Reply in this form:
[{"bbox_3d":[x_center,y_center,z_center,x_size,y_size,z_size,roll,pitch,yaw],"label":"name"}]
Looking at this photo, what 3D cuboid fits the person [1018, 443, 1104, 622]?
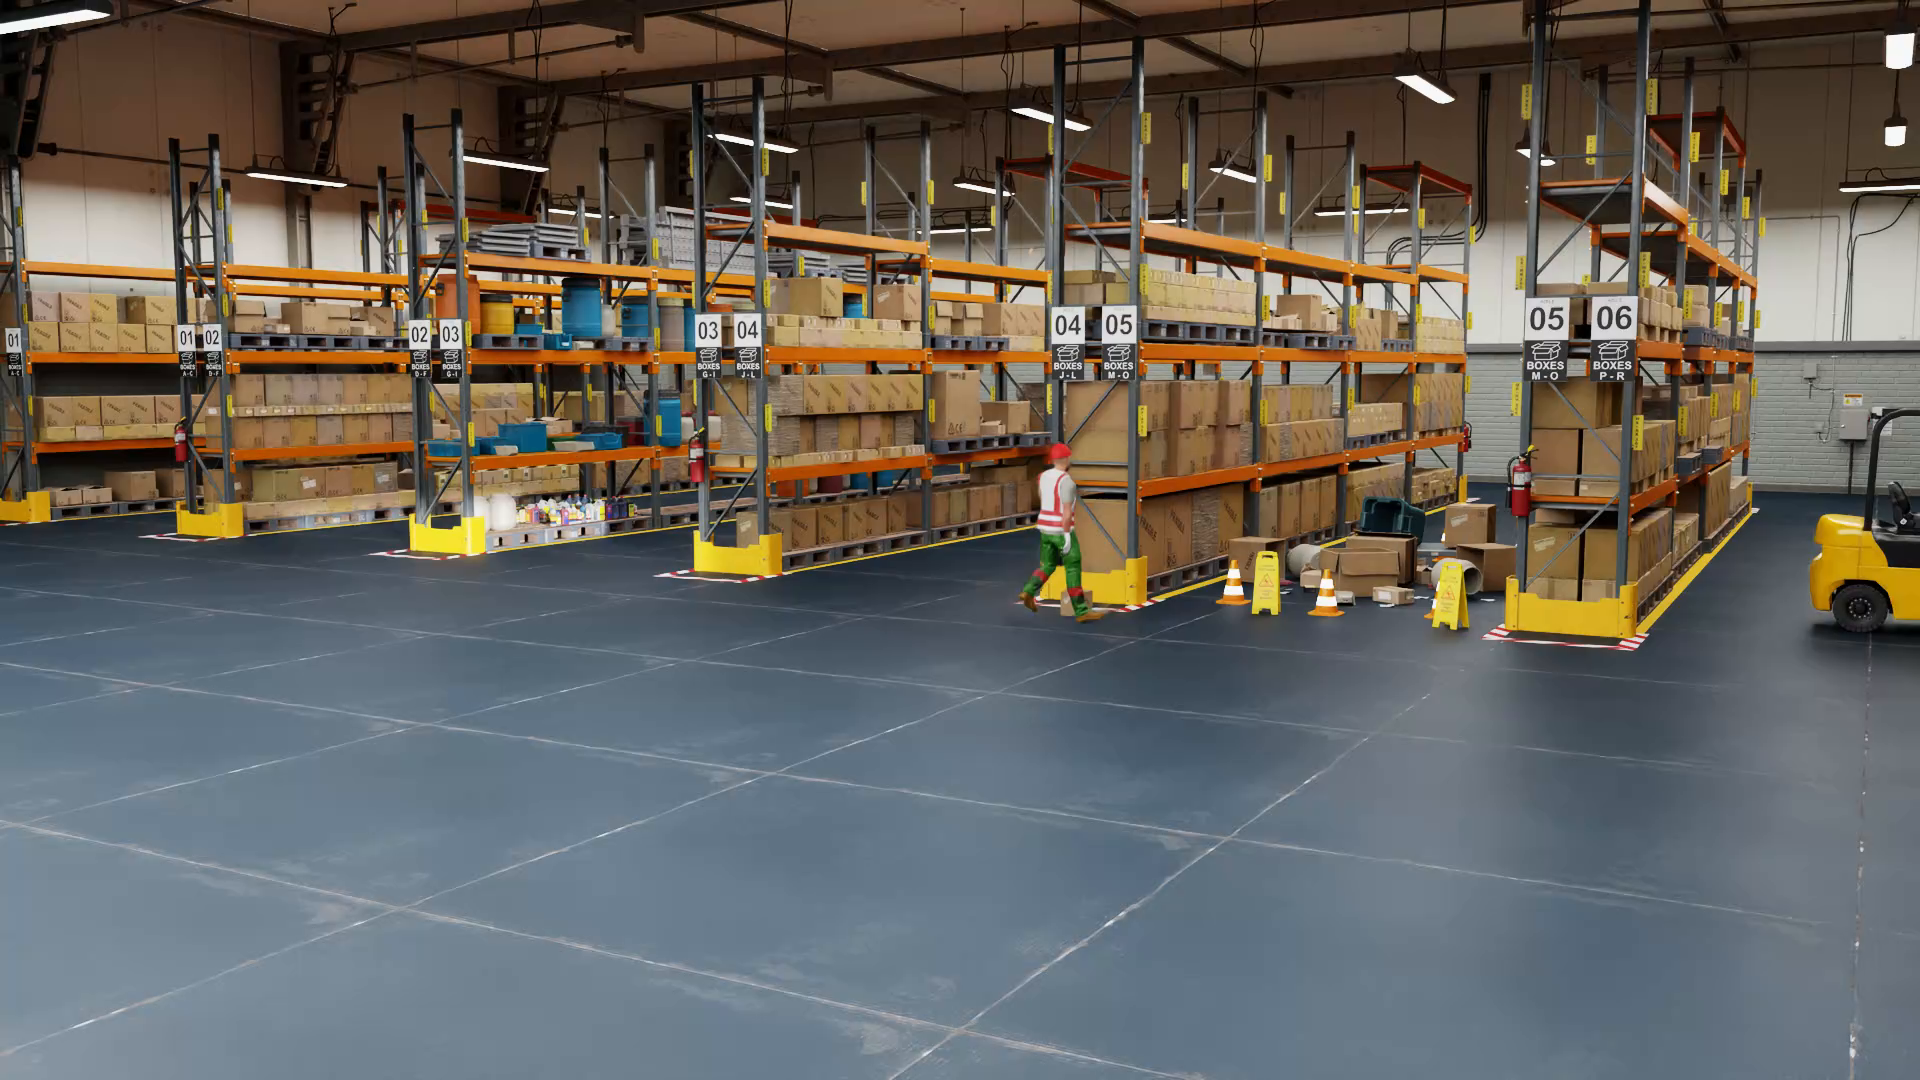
[{"bbox_3d":[0.980,-0.074,16.602,0.750,1.780,0.625,-5,8,-40],"label":"person"}]
